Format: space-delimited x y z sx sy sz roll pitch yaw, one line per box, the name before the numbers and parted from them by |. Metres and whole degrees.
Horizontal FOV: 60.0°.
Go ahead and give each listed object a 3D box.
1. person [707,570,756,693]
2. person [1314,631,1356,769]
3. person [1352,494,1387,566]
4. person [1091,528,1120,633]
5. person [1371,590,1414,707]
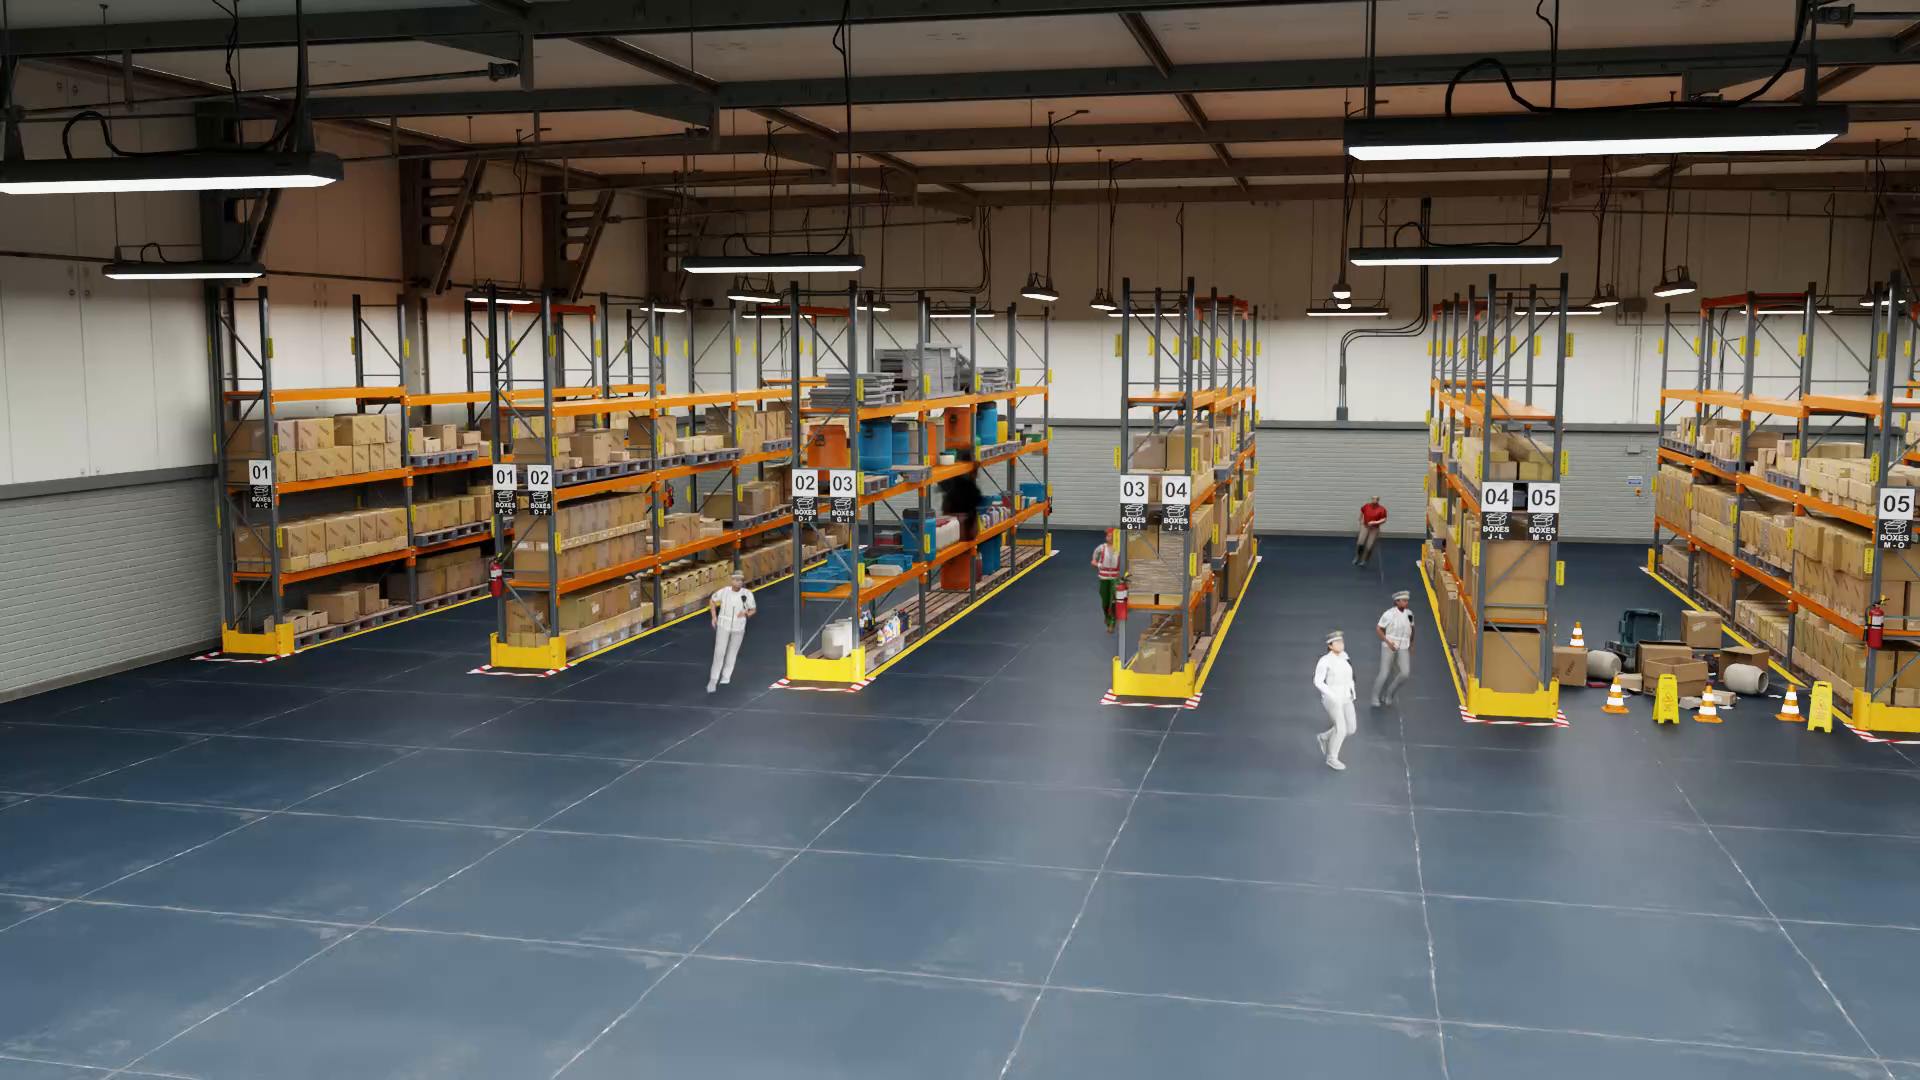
person | -3.386 1.322 24.607 0.748 1.769 0.753 -1 7 -9
person | 4.500 1.901 19.968 0.619 1.667 0.508 -5 8 -35
person | 9.417 -0.220 38.232 0.760 1.676 0.623 3 7 22
person | 2.612 0.676 28.897 0.661 1.767 1.016 1 7 6
person | 6.130 1.514 23.270 0.638 1.638 0.594 -1 7 -10
